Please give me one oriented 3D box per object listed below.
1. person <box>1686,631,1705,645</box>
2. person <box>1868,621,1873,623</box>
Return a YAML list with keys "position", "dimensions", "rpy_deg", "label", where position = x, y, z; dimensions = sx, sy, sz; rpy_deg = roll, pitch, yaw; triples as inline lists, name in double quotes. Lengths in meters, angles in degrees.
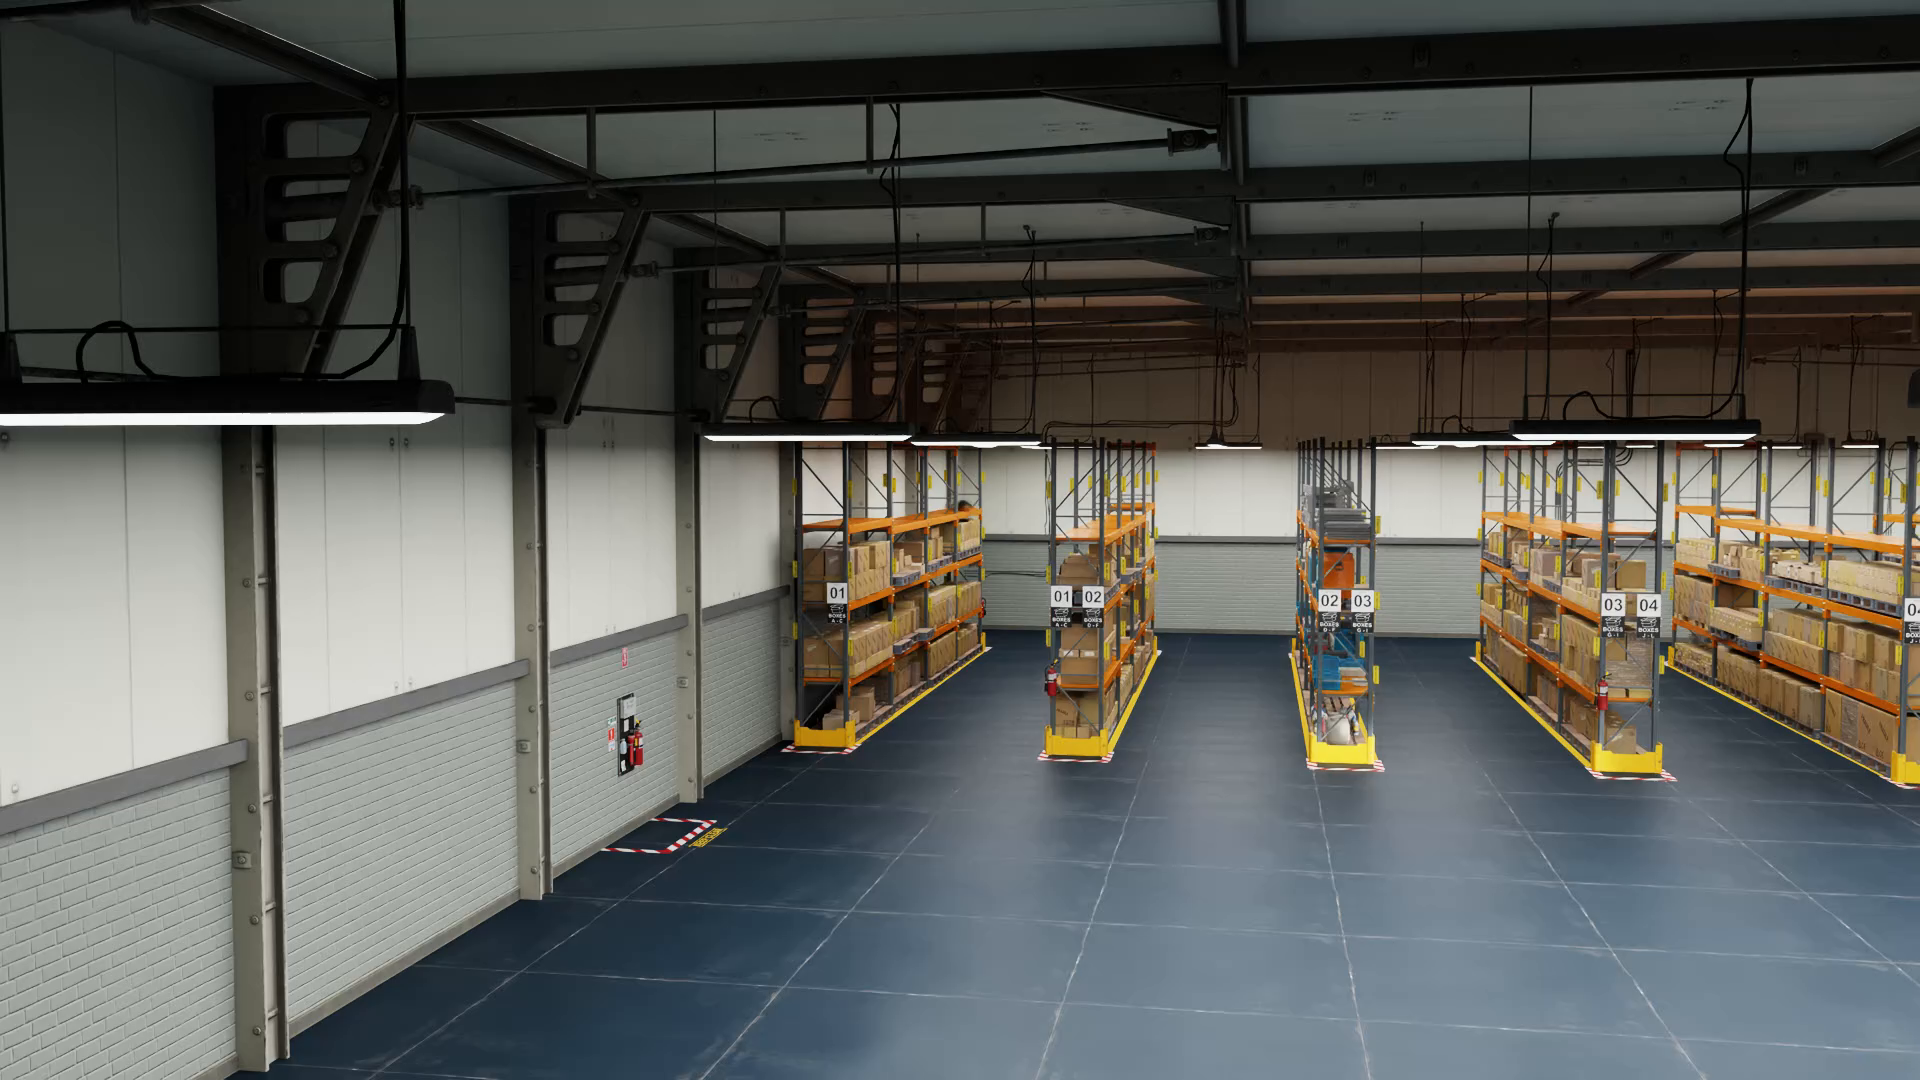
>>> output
- position: [20.289, 2.478, 45.658]
  dimensions: [0.961, 1.631, 0.533]
  rpy_deg: [1, 3, 20]
  label: "person"
- position: [21.947, 2.691, 40.004]
  dimensions: [0.640, 1.739, 0.609]
  rpy_deg: [-1, 3, -12]
  label: "person"
